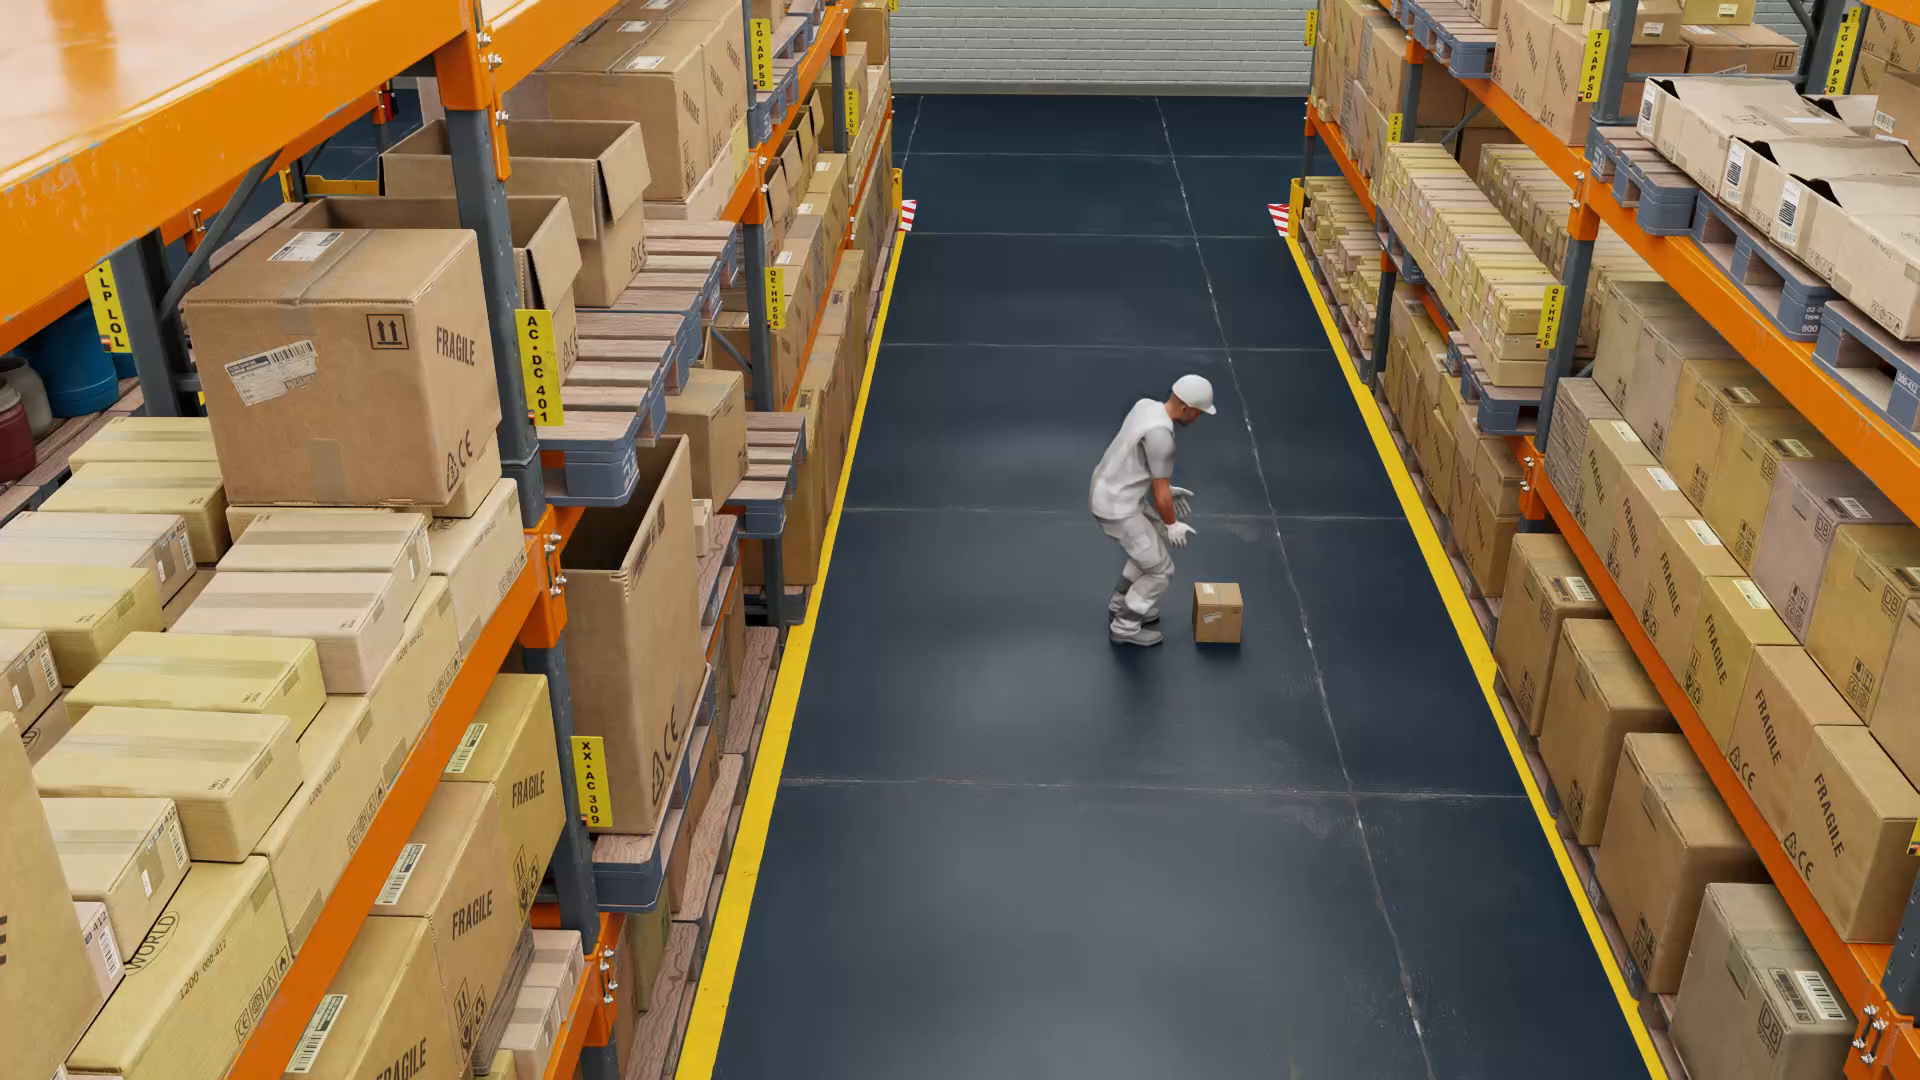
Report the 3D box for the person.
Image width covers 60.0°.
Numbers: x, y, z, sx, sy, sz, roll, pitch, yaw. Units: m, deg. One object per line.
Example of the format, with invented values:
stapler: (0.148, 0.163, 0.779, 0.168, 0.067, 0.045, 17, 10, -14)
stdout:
person: (1.043, -0.190, 9.209, 0.669, 1.555, 0.577, 1, 28, 2)
